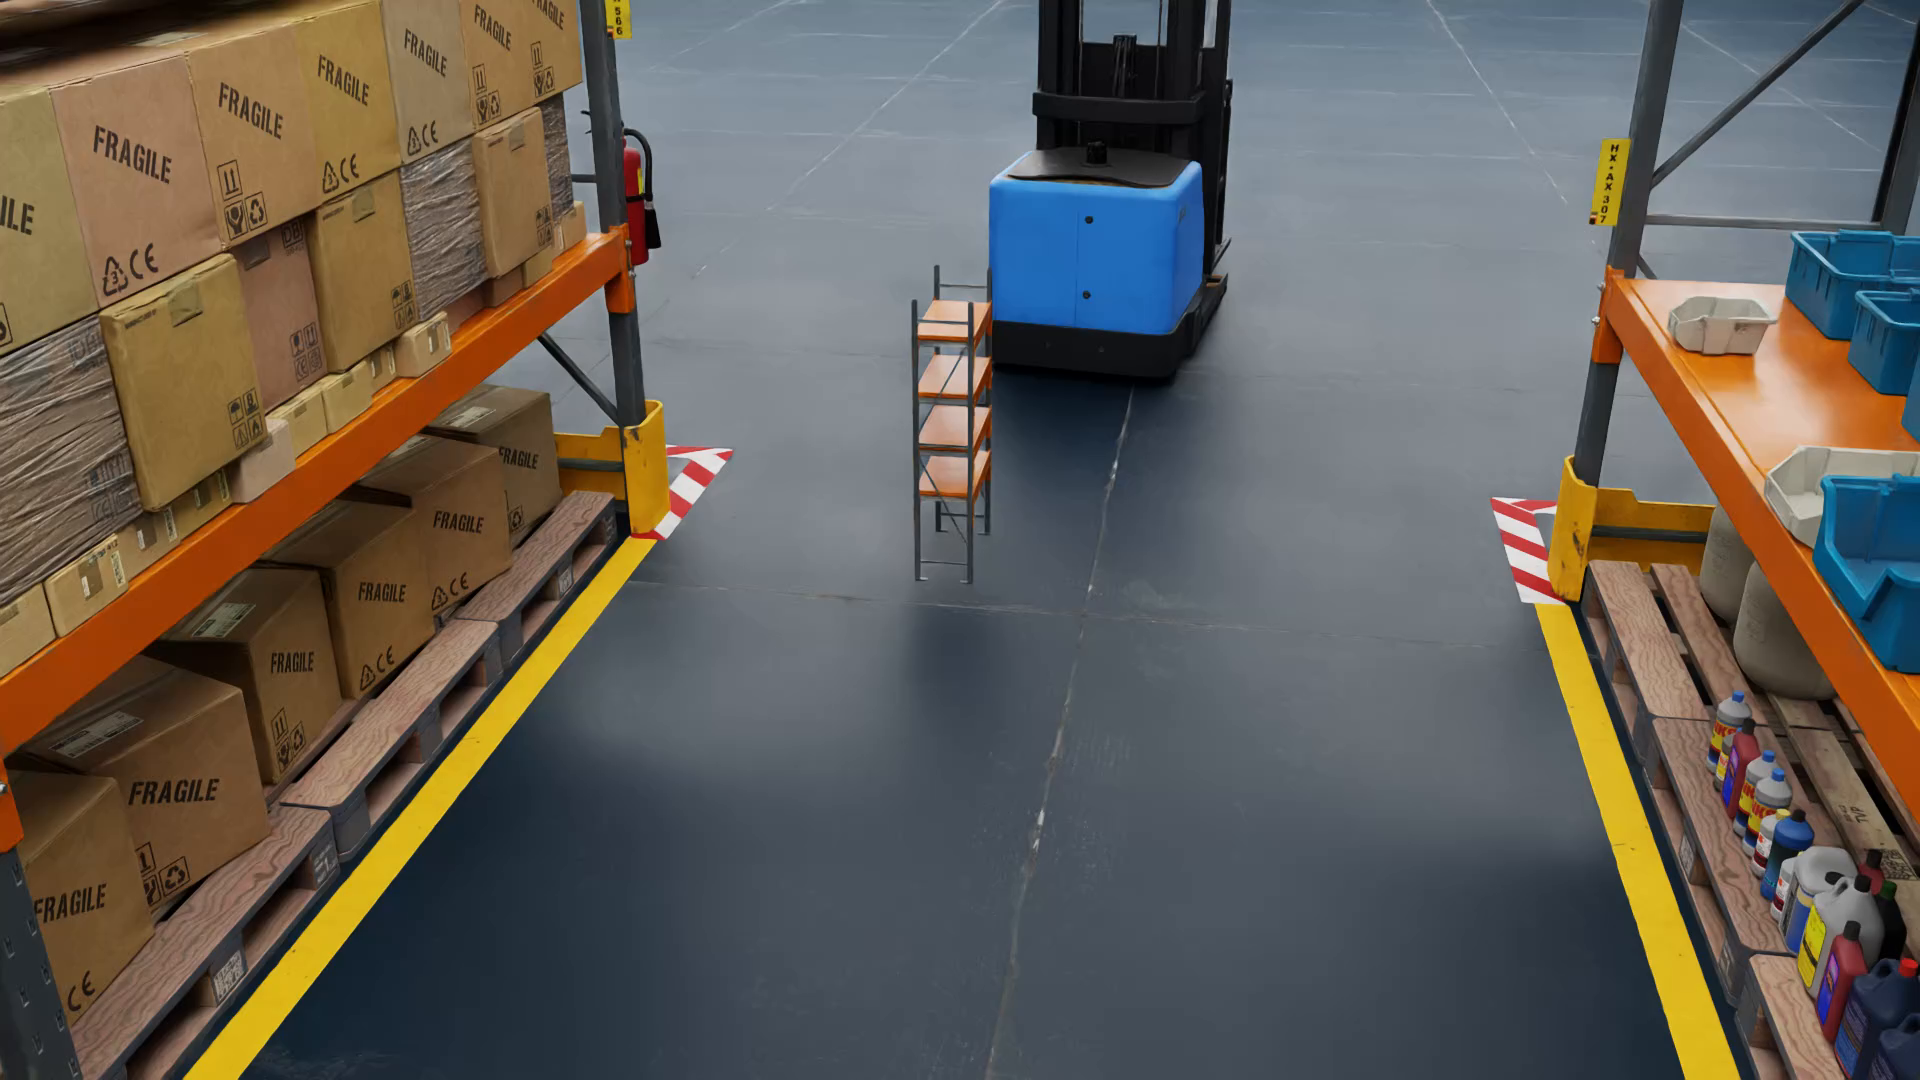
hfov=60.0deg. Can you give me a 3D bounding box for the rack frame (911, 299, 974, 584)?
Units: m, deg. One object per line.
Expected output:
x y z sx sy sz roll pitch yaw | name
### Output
-0.067 -0.372 6.630 0.240 1.200 0.015 4 25 9 | rack frame

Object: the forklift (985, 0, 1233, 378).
1.059 -2.800 9.774 1.130 2.935 3.031 7 26 15 | forklift

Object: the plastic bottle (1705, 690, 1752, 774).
2.385 0.591 5.148 0.097 0.271 0.097 0 25 0 | plastic bottle

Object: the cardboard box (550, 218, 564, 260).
-1.782 -1.173 6.514 0.380 0.149 0.250 4 25 9 | cardboard box

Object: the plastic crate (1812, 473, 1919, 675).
2.248 0.077 3.723 0.499 0.251 0.616 4 25 9 | plastic crate

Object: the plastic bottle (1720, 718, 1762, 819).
2.330 0.679 4.946 0.061 0.283 0.133 4 25 9 | plastic bottle

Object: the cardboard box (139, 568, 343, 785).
-2.337 0.420 5.267 0.500 0.500 0.500 2 25 4 | cardboard box

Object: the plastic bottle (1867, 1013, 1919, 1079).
2.156 1.202 3.749 0.144 0.351 0.185 3 25 7 | plastic bottle

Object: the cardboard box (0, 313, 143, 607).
-2.417 -0.216 3.704 0.875 0.500 0.500 4 25 9 | cardboard box

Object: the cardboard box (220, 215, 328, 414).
-2.318 -0.639 4.607 0.875 0.500 0.500 4 25 9 | cardboard box

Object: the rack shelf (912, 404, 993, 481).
-0.027 -0.413 6.876 0.258 0.148 0.480 4 25 9 | rack shelf

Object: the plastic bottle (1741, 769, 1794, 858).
2.313 0.777 4.752 0.097 0.271 0.097 0 25 0 | plastic bottle

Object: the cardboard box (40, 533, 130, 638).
-2.166 0.089 3.818 0.380 0.149 0.250 4 25 9 | cardboard box

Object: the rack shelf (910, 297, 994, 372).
-0.027 -0.830 6.681 0.258 0.148 0.480 4 25 9 | rack shelf

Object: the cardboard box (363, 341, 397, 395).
-1.992 -0.543 5.169 0.380 0.149 0.250 4 25 9 | cardboard box

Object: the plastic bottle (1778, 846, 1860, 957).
2.270 0.953 4.369 0.152 0.276 0.135 4 25 9 | plastic bottle

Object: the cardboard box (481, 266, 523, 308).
-1.828 -0.962 6.062 0.380 0.149 0.250 4 25 9 | cardboard box

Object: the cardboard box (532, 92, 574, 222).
-2.015 -1.477 6.398 0.875 0.500 0.500 4 25 9 | cardboard box

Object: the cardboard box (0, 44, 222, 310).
-2.147 -0.865 3.911 0.500 0.500 0.500 4 25 9 | cardboard box

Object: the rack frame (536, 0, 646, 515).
-1.898 -1.525 6.970 1.000 3.000 0.127 4 25 9 | rack frame

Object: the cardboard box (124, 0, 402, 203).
-1.994 -1.284 4.806 0.500 0.500 0.500 4 25 9 | cardboard box

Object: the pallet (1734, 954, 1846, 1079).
2.486 1.476 3.848 1.003 0.211 1.213 4 25 9 | pallet

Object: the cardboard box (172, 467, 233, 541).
-2.121 -0.123 4.270 0.380 0.149 0.250 4 25 9 | cardboard box

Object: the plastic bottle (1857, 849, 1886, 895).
2.376 0.957 4.353 0.061 0.283 0.133 4 25 9 | plastic bottle

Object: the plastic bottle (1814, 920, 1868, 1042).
2.173 1.082 4.086 0.061 0.283 0.133 6 26 12 | plastic bottle

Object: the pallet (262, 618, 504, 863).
-2.280 0.616 5.685 1.003 0.211 1.213 4 25 9 | pallet

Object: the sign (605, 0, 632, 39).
-1.353 -2.146 6.557 0.100 0.325 0.005 4 25 9 | sign

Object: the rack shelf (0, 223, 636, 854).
-2.225 -0.363 5.335 1.077 0.370 4.000 4 25 9 | rack shelf

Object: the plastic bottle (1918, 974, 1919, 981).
2.337 1.156 3.937 0.152 0.276 0.135 4 25 9 | plastic bottle

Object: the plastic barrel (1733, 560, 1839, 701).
2.875 0.245 5.628 0.421 0.512 0.421 0 25 0 | plastic barrel

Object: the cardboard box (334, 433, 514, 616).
-2.080 -0.071 6.316 0.500 0.500 0.500 11 27 22 | cardboard box

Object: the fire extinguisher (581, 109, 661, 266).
-1.424 -1.506 7.020 0.296 0.674 0.183 4 25 9 | fire extinguisher

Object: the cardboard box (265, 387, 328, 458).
-2.040 -0.332 4.717 0.380 0.149 0.250 4 25 9 | cardboard box

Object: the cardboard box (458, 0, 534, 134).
-1.820 -1.701 5.698 0.500 0.500 0.500 4 25 9 | cardboard box

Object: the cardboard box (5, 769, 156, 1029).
-2.447 0.925 4.188 0.500 0.500 0.500 3 25 7 | cardboard box

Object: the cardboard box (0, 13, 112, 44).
-2.586 -1.110 4.436 0.500 0.500 0.500 4 25 9 | cardboard box

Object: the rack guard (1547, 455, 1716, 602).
3.023 -0.015 6.692 1.175 0.500 0.348 4 25 9 | rack guard

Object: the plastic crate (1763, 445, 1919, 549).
2.350 -0.086 4.207 0.530 0.136 0.437 4 25 9 | plastic crate

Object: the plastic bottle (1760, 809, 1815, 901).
2.279 0.861 4.571 0.097 0.271 0.097 0 25 0 | plastic bottle

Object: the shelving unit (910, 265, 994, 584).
-0.027 -0.474 6.848 0.258 1.200 0.503 4 25 9 | shelving unit

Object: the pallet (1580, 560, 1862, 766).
2.885 0.456 6.028 1.003 0.211 1.213 4 25 9 | pallet

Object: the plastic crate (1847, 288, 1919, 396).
3.090 -0.613 5.197 0.499 0.251 0.408 4 25 9 | plastic crate

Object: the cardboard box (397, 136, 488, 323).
-2.102 -1.053 5.493 0.875 0.500 0.500 4 25 9 | cardboard box

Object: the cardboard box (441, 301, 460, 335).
-1.929 -0.754 5.618 0.380 0.149 0.250 4 25 9 | cardboard box
